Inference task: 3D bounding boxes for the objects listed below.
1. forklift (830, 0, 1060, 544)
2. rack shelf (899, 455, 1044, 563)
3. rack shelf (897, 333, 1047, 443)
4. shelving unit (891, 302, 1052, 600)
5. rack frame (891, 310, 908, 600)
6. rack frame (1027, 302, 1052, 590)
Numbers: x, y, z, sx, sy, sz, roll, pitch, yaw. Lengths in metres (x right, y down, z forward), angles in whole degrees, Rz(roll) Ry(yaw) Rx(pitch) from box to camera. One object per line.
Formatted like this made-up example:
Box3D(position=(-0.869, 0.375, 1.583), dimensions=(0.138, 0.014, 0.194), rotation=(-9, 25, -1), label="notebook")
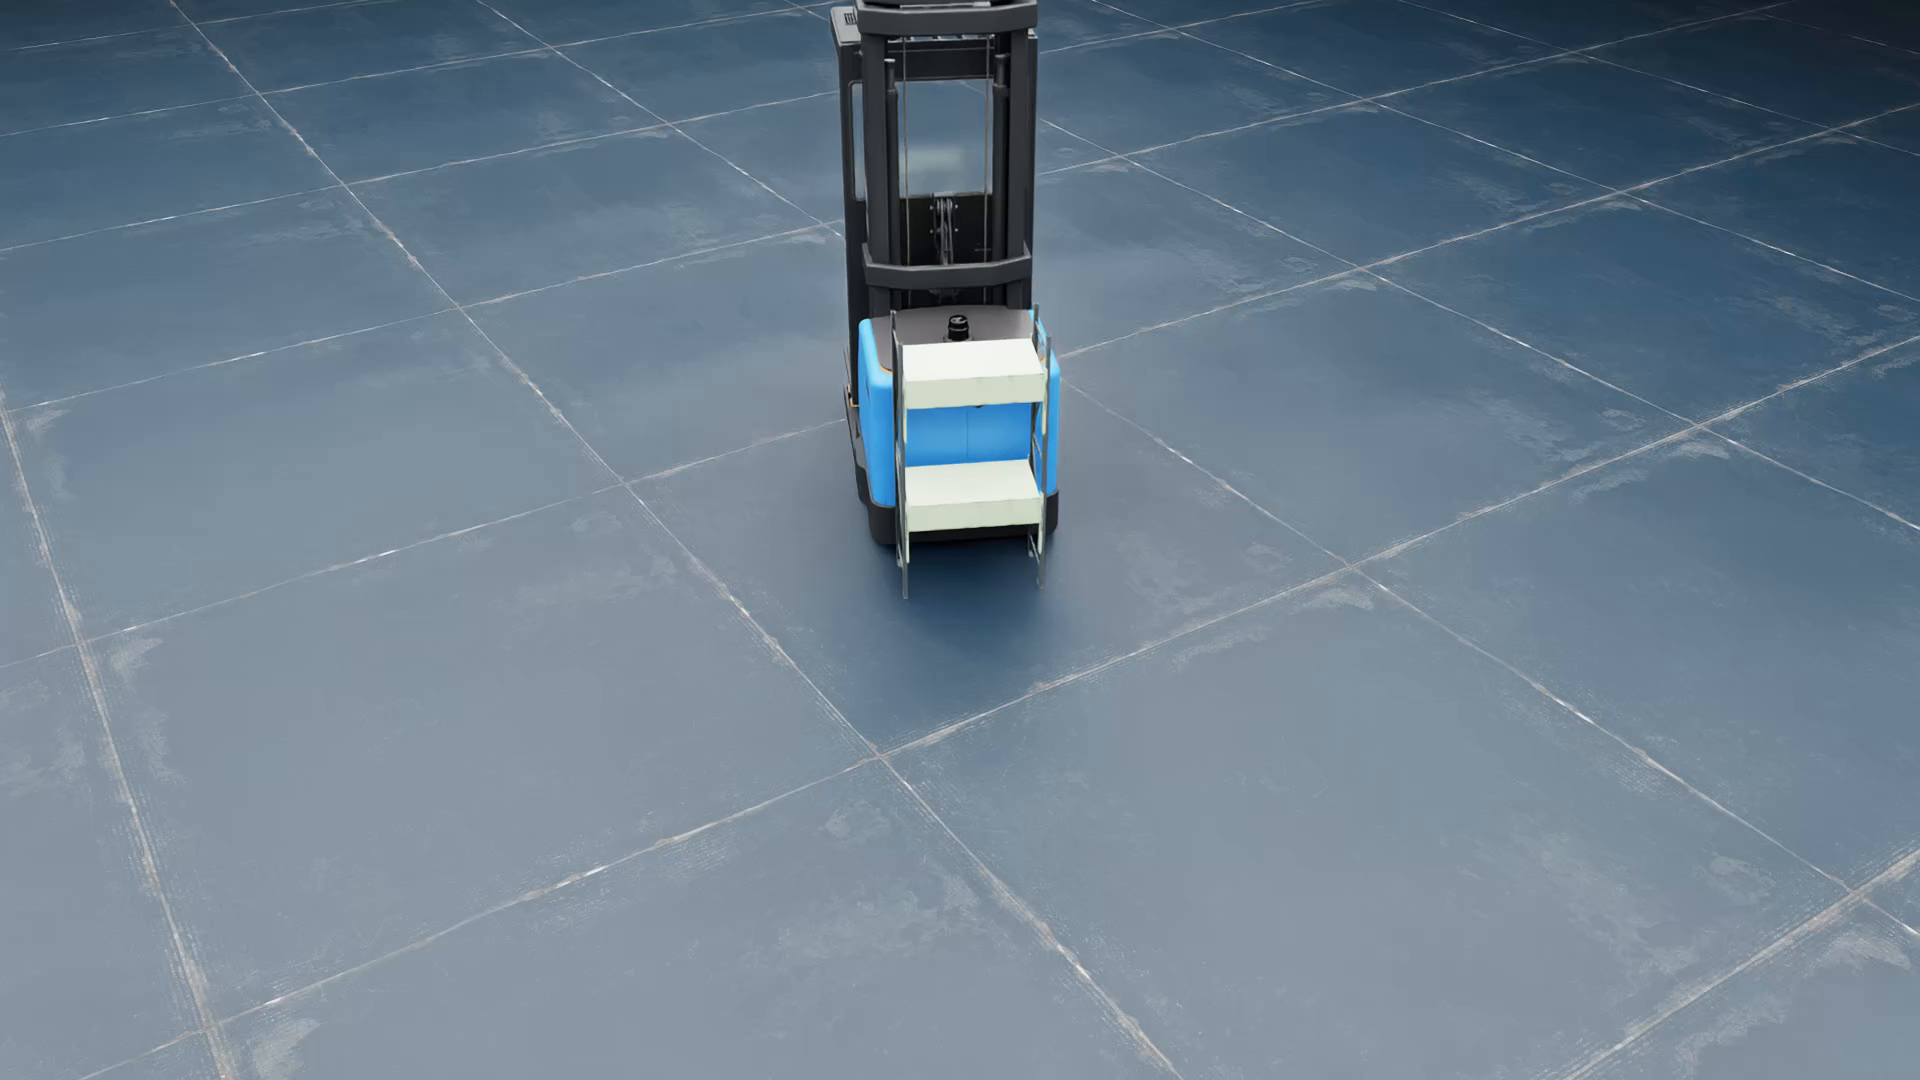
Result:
Box3D(position=(-0.152, -1.985, 9.771), dimensions=(1.130, 2.935, 3.031), rotation=(-4, 32, -6), label="forklift")
Box3D(position=(0.050, -0.171, 8.848), dimensions=(0.720, 0.370, 0.431), rotation=(-4, 32, -6), label="rack shelf")
Box3D(position=(0.050, -0.777, 8.465), dimensions=(0.720, 0.370, 0.431), rotation=(-4, 32, -6), label="rack shelf")
Box3D(position=(0.050, -0.447, 8.674), dimensions=(0.755, 1.500, 0.431), rotation=(-4, 32, -6), label="shelving unit")
Box3D(position=(-0.313, -0.421, 8.634), dimensions=(0.023, 1.500, 0.400), rotation=(-4, 32, -6), label="rack frame")
Box3D(position=(0.413, -0.472, 8.714), dimensions=(0.023, 1.500, 0.400), rotation=(-4, 32, -6), label="rack frame")
